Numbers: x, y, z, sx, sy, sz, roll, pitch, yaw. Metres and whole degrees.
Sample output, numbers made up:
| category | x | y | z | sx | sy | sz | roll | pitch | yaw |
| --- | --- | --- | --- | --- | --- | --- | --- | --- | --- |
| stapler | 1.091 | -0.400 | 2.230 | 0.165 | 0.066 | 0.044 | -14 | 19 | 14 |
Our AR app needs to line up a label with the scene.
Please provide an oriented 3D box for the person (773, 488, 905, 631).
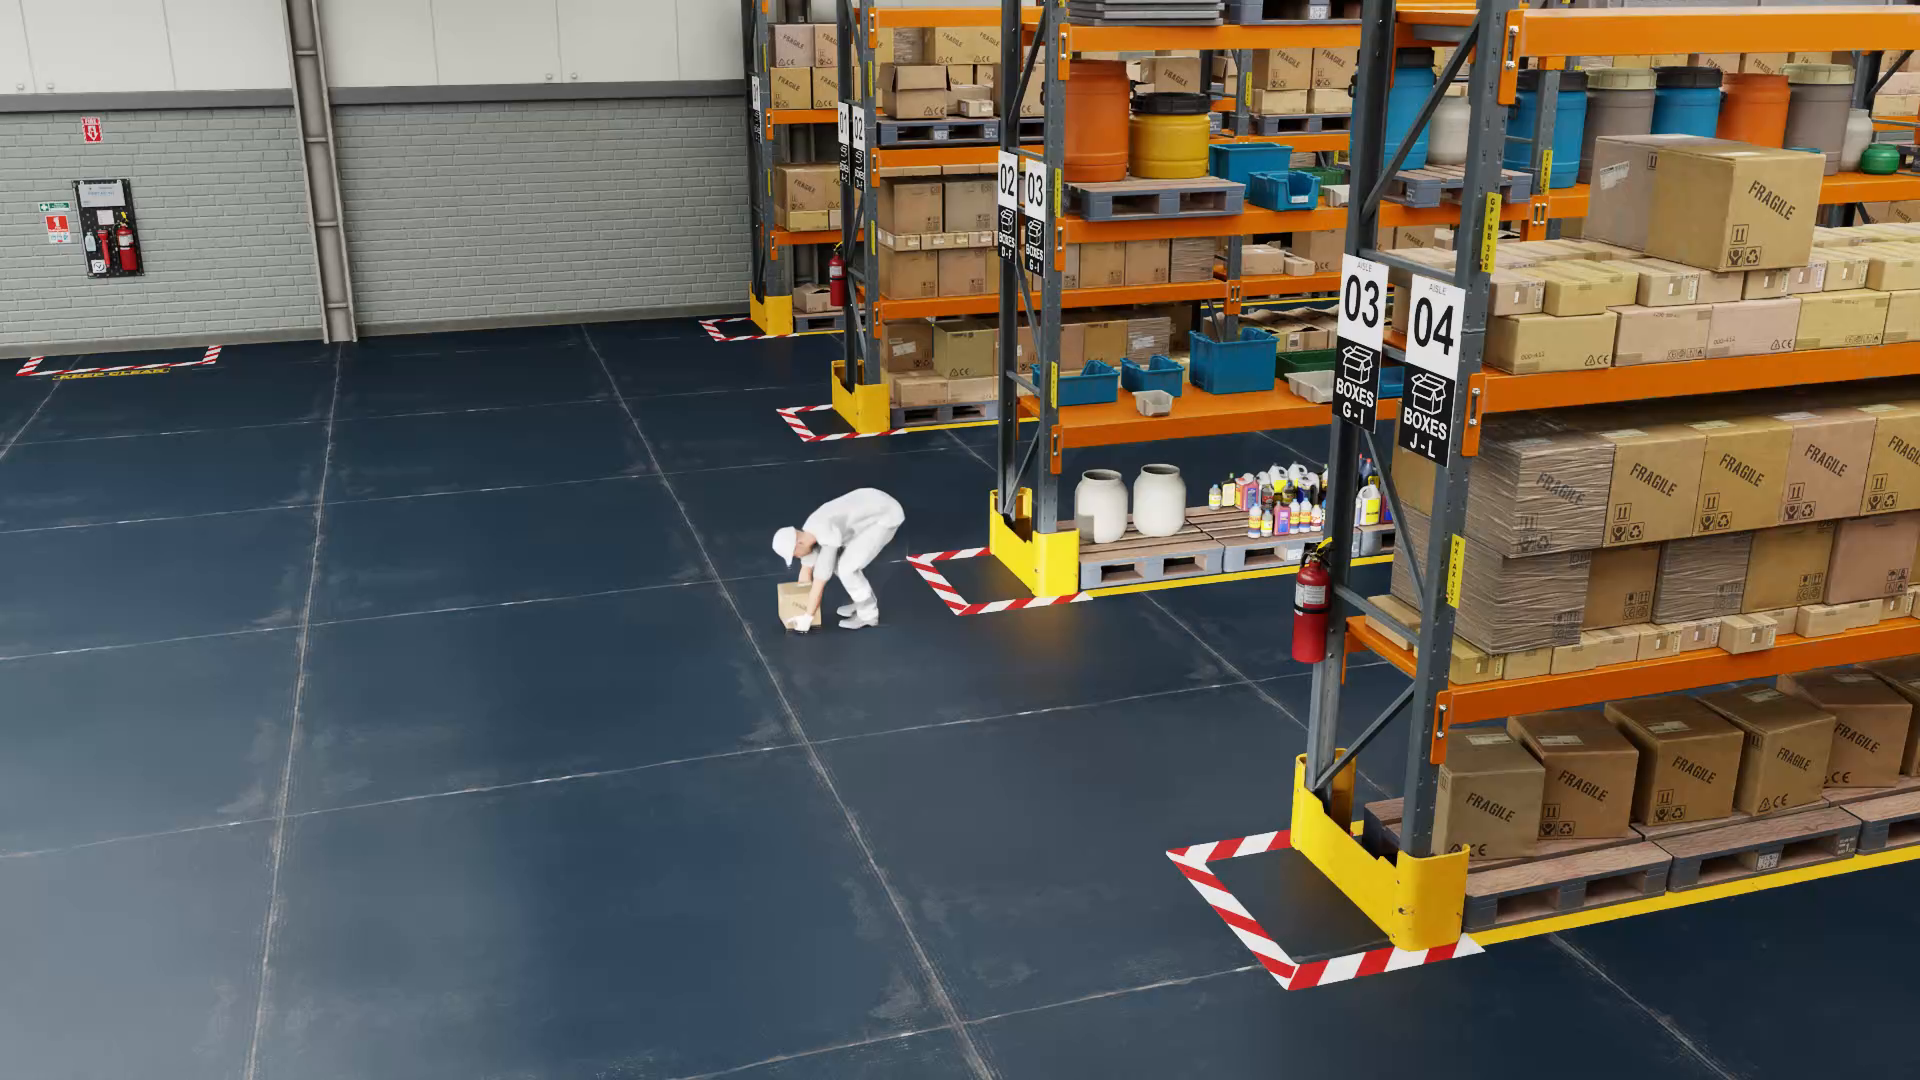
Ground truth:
| category | x | y | z | sx | sy | sz | roll | pitch | yaw |
| --- | --- | --- | --- | --- | --- | --- | --- | --- | --- |
| person | -0.866 | 0.139 | 11.872 | 0.948 | 0.970 | 0.521 | -7 | 20 | -20 |
